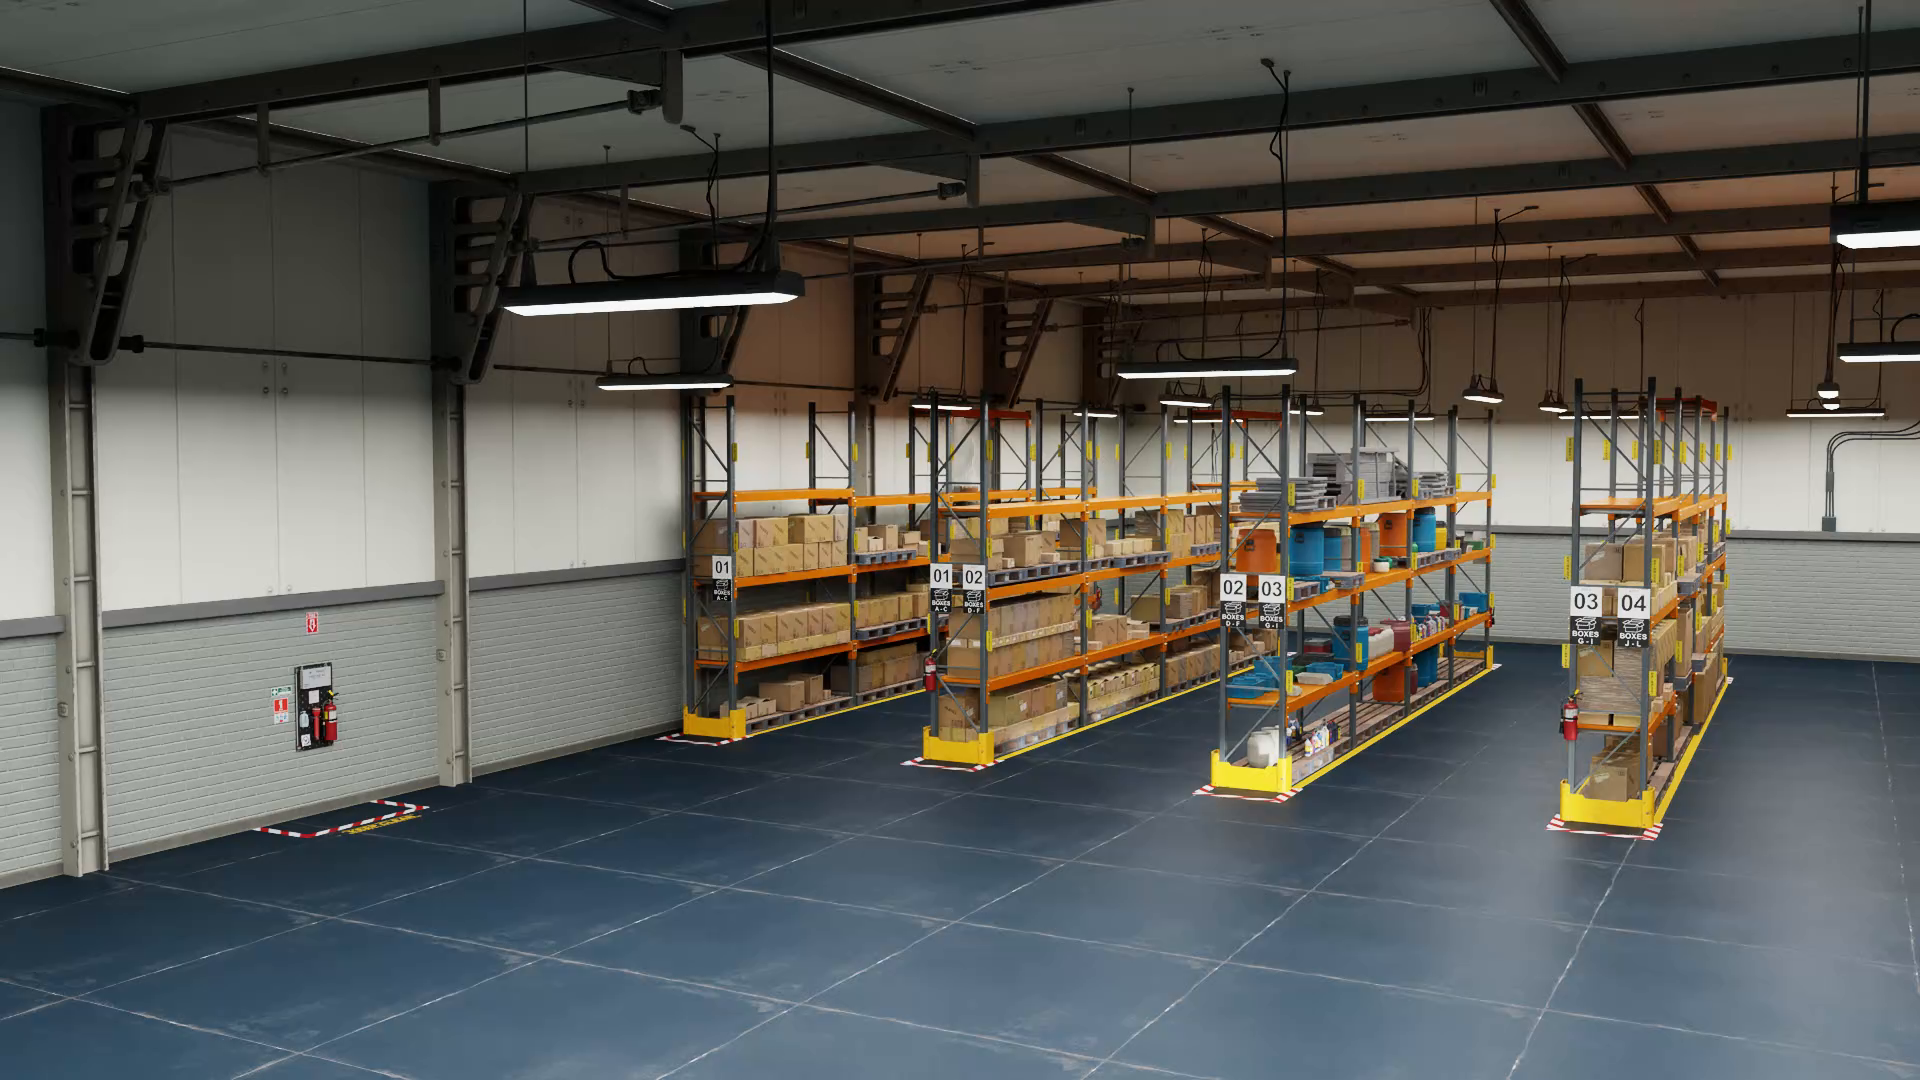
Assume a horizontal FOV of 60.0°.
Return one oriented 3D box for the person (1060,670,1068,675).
[{"bbox_3d":[2.169,2.304,35.263,0.529,1.696,0.887,2,3,28],"label":"person"}]
